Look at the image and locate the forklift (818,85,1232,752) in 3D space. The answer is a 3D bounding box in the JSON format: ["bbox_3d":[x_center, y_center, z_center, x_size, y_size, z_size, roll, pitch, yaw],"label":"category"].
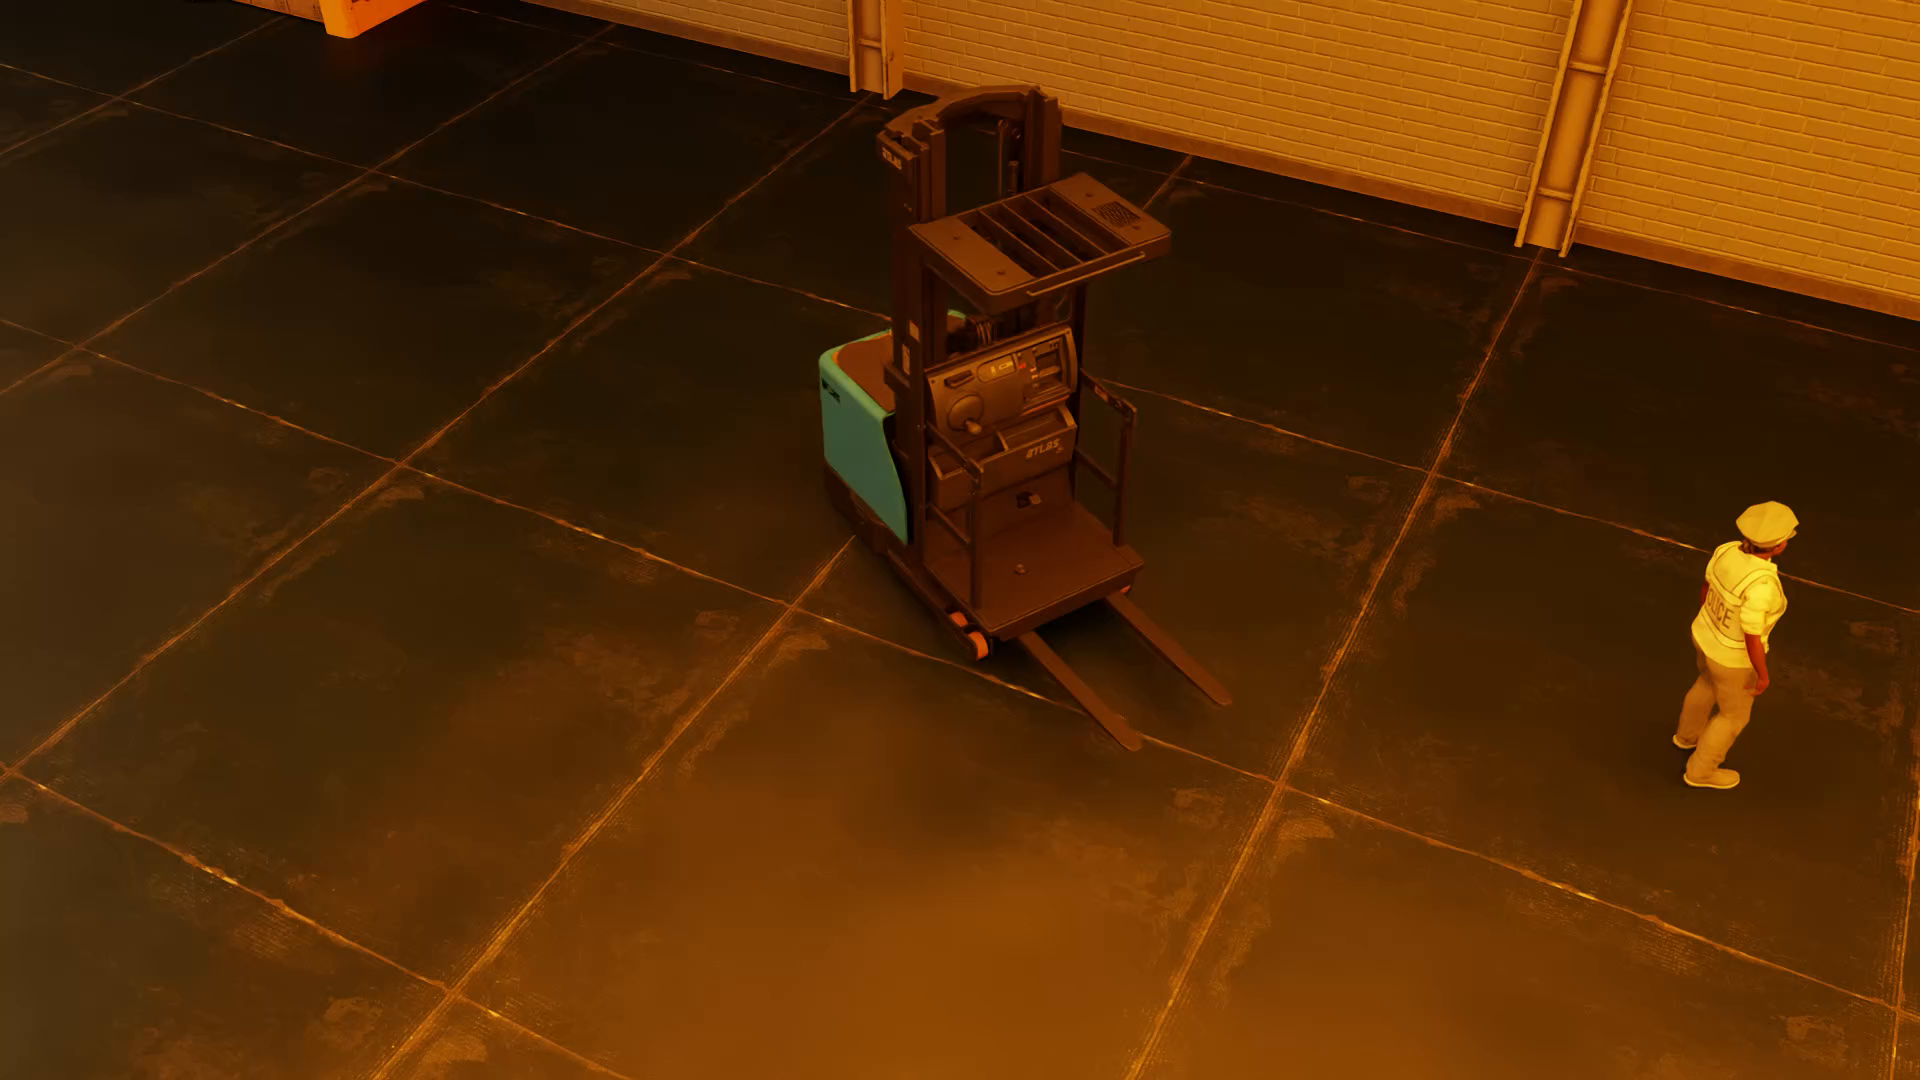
[{"bbox_3d":[0.357,-0.788,8.922,1.130,2.935,3.031,-23,45,-25],"label":"forklift"}]

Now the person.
[{"bbox_3d":[3.902,0.535,8.337,0.460,1.712,0.532,-4,40,-4],"label":"person"}]
